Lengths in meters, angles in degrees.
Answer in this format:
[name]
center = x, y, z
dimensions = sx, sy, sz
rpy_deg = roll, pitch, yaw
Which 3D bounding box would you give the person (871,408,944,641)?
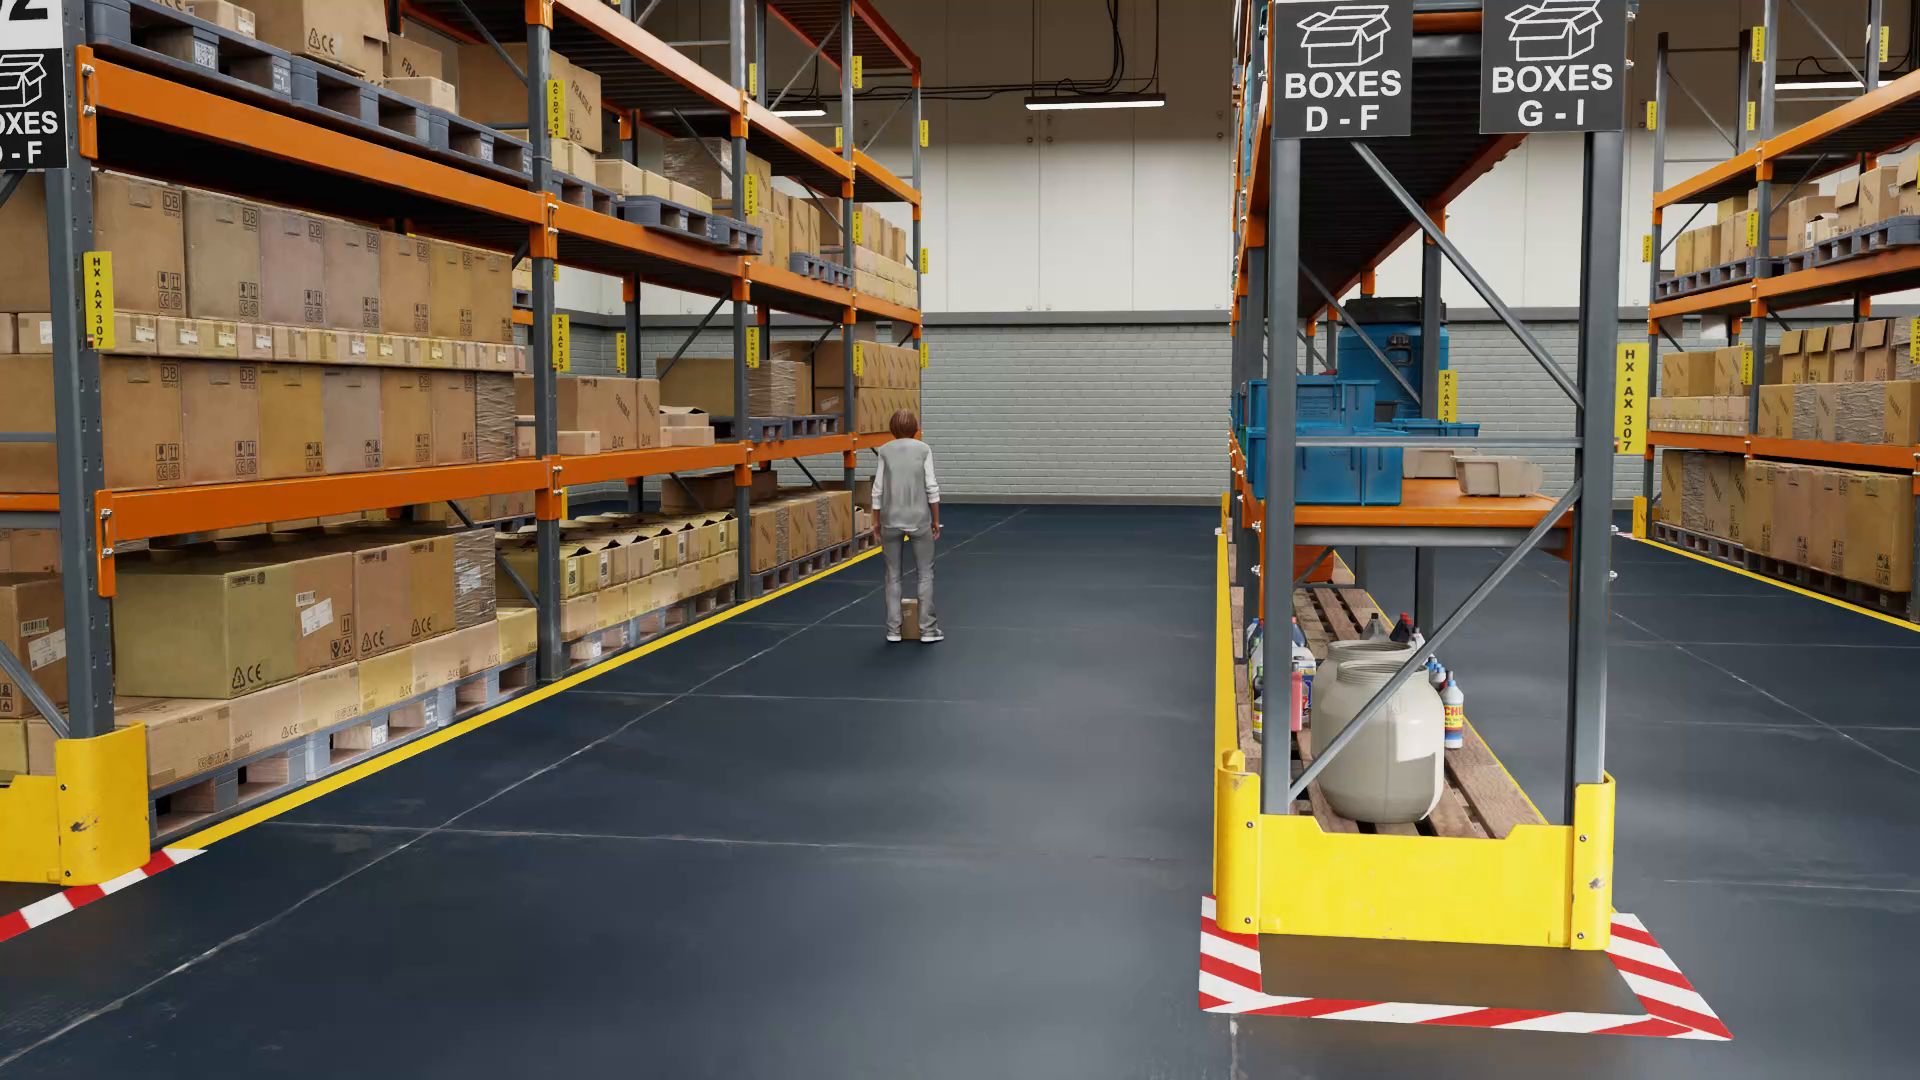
[person]
center = -0.361, -0.099, 11.338
dimensions = 0.484, 1.592, 0.346
rpy_deg = 0, 5, 5
